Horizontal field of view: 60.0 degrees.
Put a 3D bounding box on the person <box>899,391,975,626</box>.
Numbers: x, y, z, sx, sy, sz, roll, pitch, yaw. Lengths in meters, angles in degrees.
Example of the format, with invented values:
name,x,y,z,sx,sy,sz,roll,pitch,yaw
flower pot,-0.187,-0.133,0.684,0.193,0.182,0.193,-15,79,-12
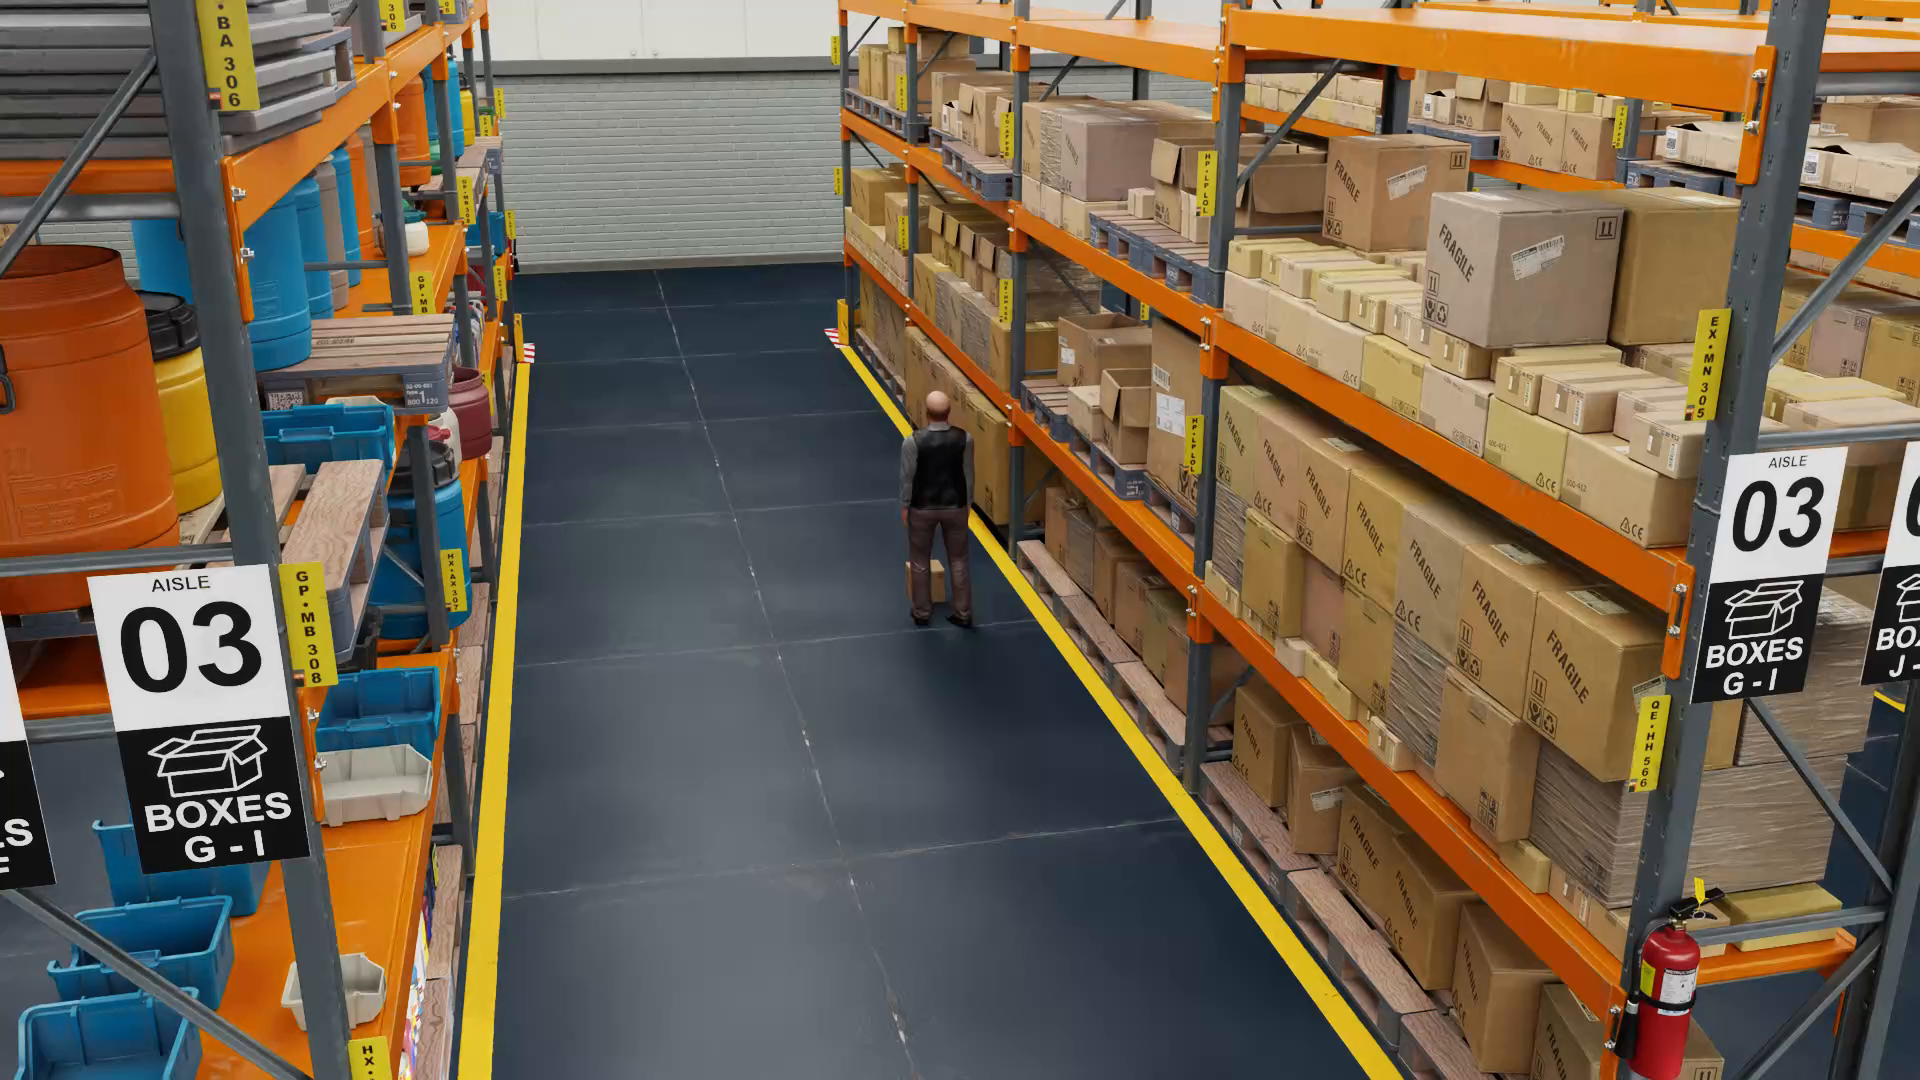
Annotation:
name,x,y,z,sx,sy,sz,roll,pitch,yaw
person,-0.169,-0.209,11.753,0.537,1.753,0.429,-4,20,-11
